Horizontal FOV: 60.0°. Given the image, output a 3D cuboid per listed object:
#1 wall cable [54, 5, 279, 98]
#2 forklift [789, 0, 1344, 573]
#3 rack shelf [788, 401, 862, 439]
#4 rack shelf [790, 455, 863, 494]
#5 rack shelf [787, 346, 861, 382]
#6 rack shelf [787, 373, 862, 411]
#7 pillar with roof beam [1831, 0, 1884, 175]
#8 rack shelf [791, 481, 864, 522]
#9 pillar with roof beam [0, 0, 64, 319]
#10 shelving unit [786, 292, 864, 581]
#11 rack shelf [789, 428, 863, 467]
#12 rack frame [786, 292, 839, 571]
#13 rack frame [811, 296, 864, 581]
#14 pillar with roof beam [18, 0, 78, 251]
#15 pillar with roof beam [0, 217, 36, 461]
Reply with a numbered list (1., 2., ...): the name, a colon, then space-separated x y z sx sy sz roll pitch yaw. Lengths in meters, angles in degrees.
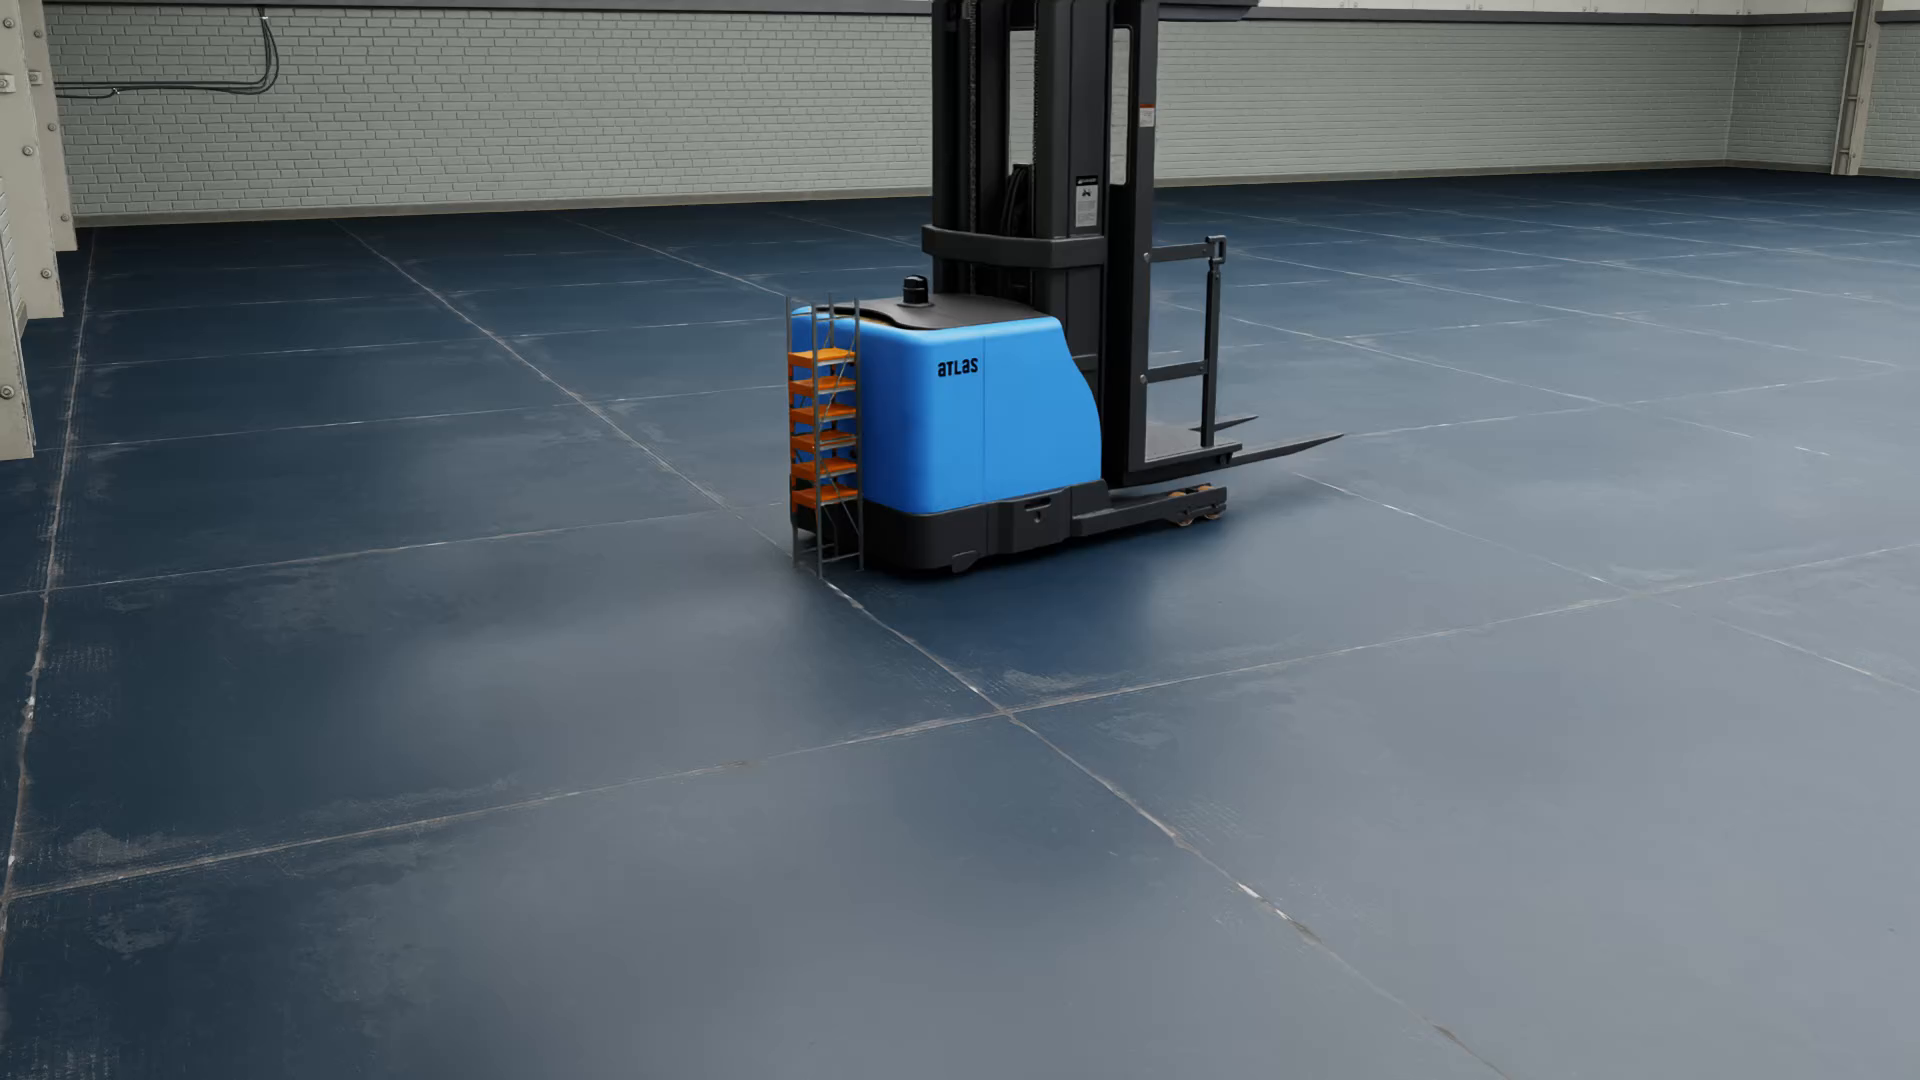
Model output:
1. wall cable: -10.807 -7.194 22.133 3.097 2.526 0.112 -8 18 -25
2. forklift: 0.676 -1.575 7.926 3.031 2.935 1.130 -12 20 -37
3. rack shelf: -0.574 -0.514 7.094 0.258 0.103 0.180 -13 21 -38
4. rack shelf: -0.574 -0.284 7.161 0.258 0.103 0.180 -13 21 -38
5. rack shelf: -0.574 -0.745 7.028 0.258 0.103 0.180 -13 21 -38
6. rack shelf: -0.574 -0.630 7.061 0.258 0.103 0.180 -13 21 -38
7. pillar with roof beam: 13.741 -11.082 30.054 9.100 9.000 0.400 -8 18 -25
8. rack shelf: -0.574 -0.168 7.194 0.258 0.103 0.180 -13 21 -38
9. pillar with roof beam: -4.207 -6.828 15.231 9.100 9.000 0.400 -8 18 -25
10. shelving unit: -0.574 -0.442 7.115 0.258 1.200 0.189 -13 21 -38
11. rack shelf: -0.574 -0.399 7.127 0.258 0.103 0.180 -13 21 -38
12. rack frame: -0.633 -0.461 7.183 0.240 1.200 0.006 -13 21 -38
13. rack frame: -0.515 -0.423 7.048 0.240 1.200 0.006 -13 21 -38
14. pillar with roof beam: -6.835 -8.316 20.415 9.100 9.000 0.400 -8 18 -25
15. pillar with roof beam: -1.578 -5.341 10.047 9.100 9.000 0.400 -8 18 -25
